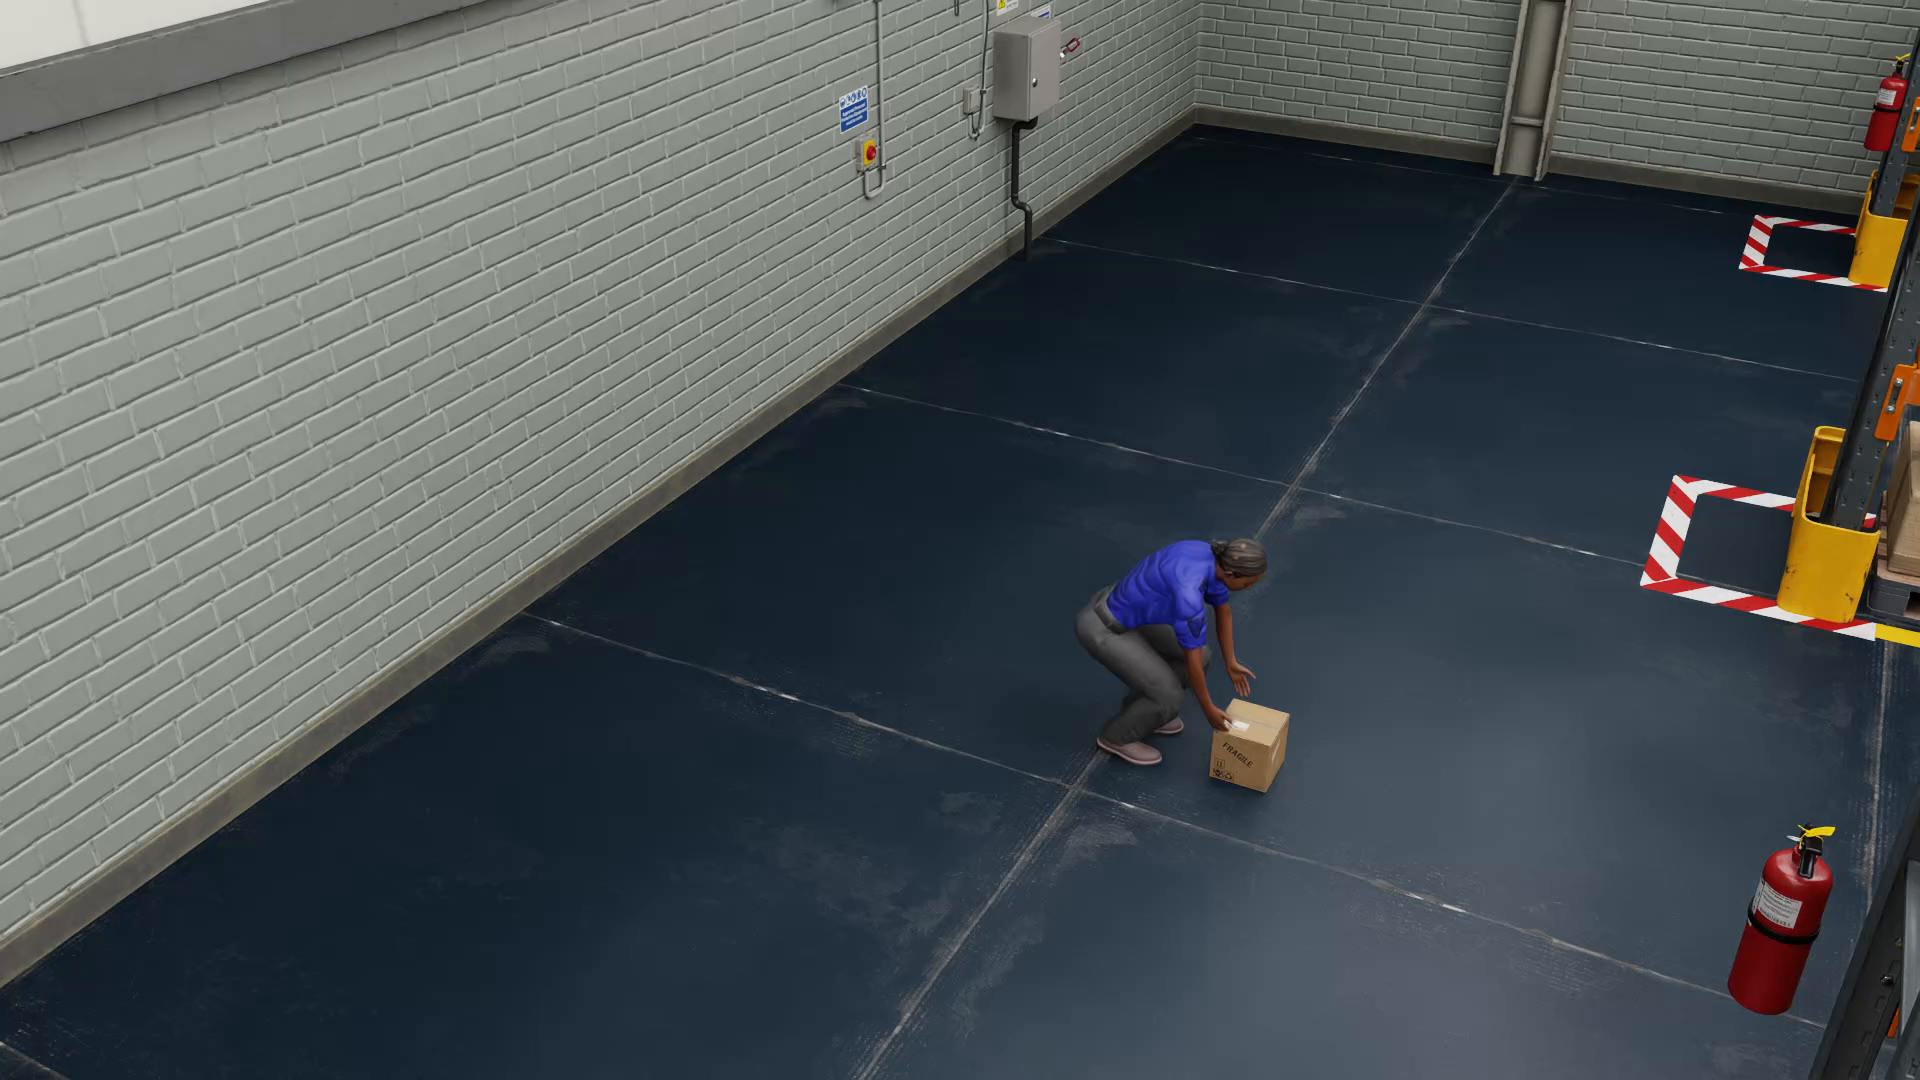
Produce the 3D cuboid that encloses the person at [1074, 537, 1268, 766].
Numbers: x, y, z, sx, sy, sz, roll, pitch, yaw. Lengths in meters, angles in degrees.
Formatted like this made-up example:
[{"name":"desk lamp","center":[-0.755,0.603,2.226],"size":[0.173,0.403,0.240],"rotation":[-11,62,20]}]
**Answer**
[{"name":"person","center":[0.879,0.413,7.008],"size":[0.756,1.078,0.498],"rotation":[14,33,23]}]
